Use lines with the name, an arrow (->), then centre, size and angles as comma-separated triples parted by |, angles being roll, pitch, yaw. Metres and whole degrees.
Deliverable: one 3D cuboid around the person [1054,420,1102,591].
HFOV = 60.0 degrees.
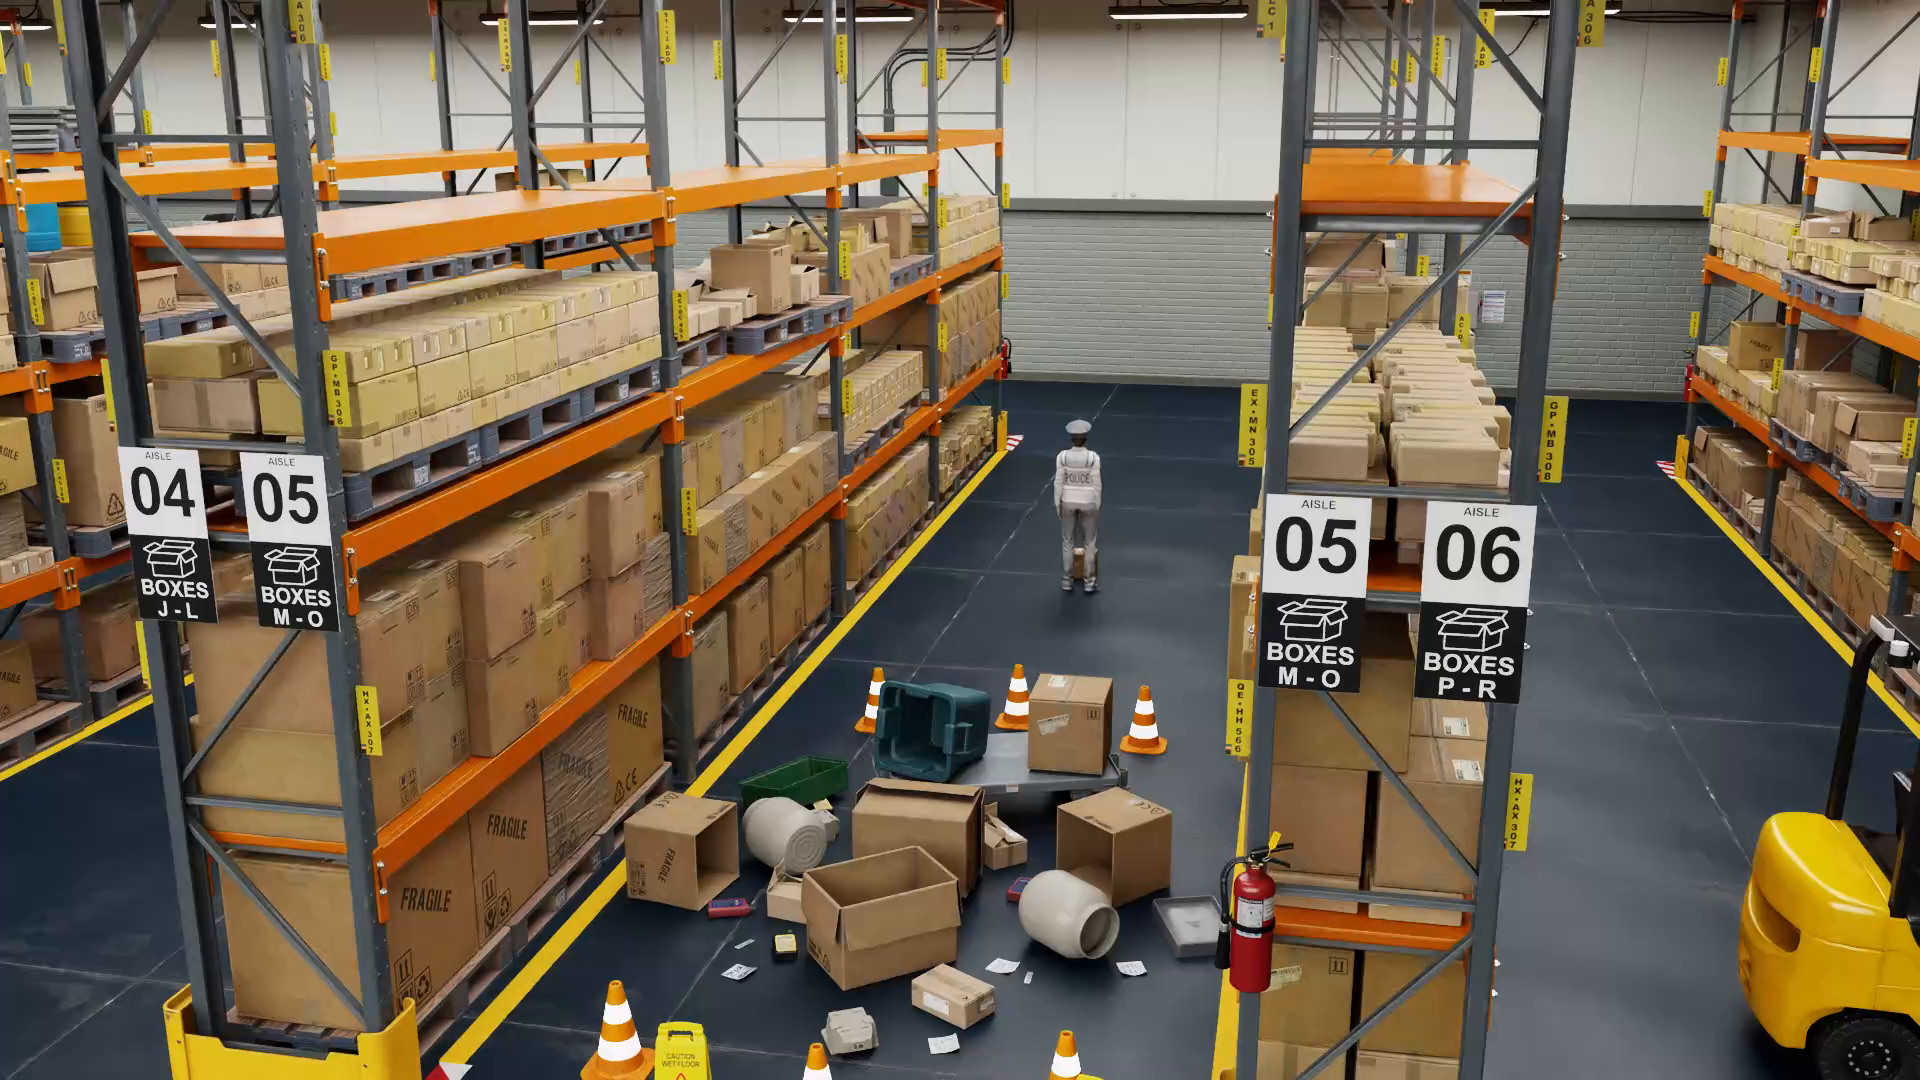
person -> 1.152, -0.328, 16.248 | 0.468, 1.695, 0.347 | 3, 15, 12
